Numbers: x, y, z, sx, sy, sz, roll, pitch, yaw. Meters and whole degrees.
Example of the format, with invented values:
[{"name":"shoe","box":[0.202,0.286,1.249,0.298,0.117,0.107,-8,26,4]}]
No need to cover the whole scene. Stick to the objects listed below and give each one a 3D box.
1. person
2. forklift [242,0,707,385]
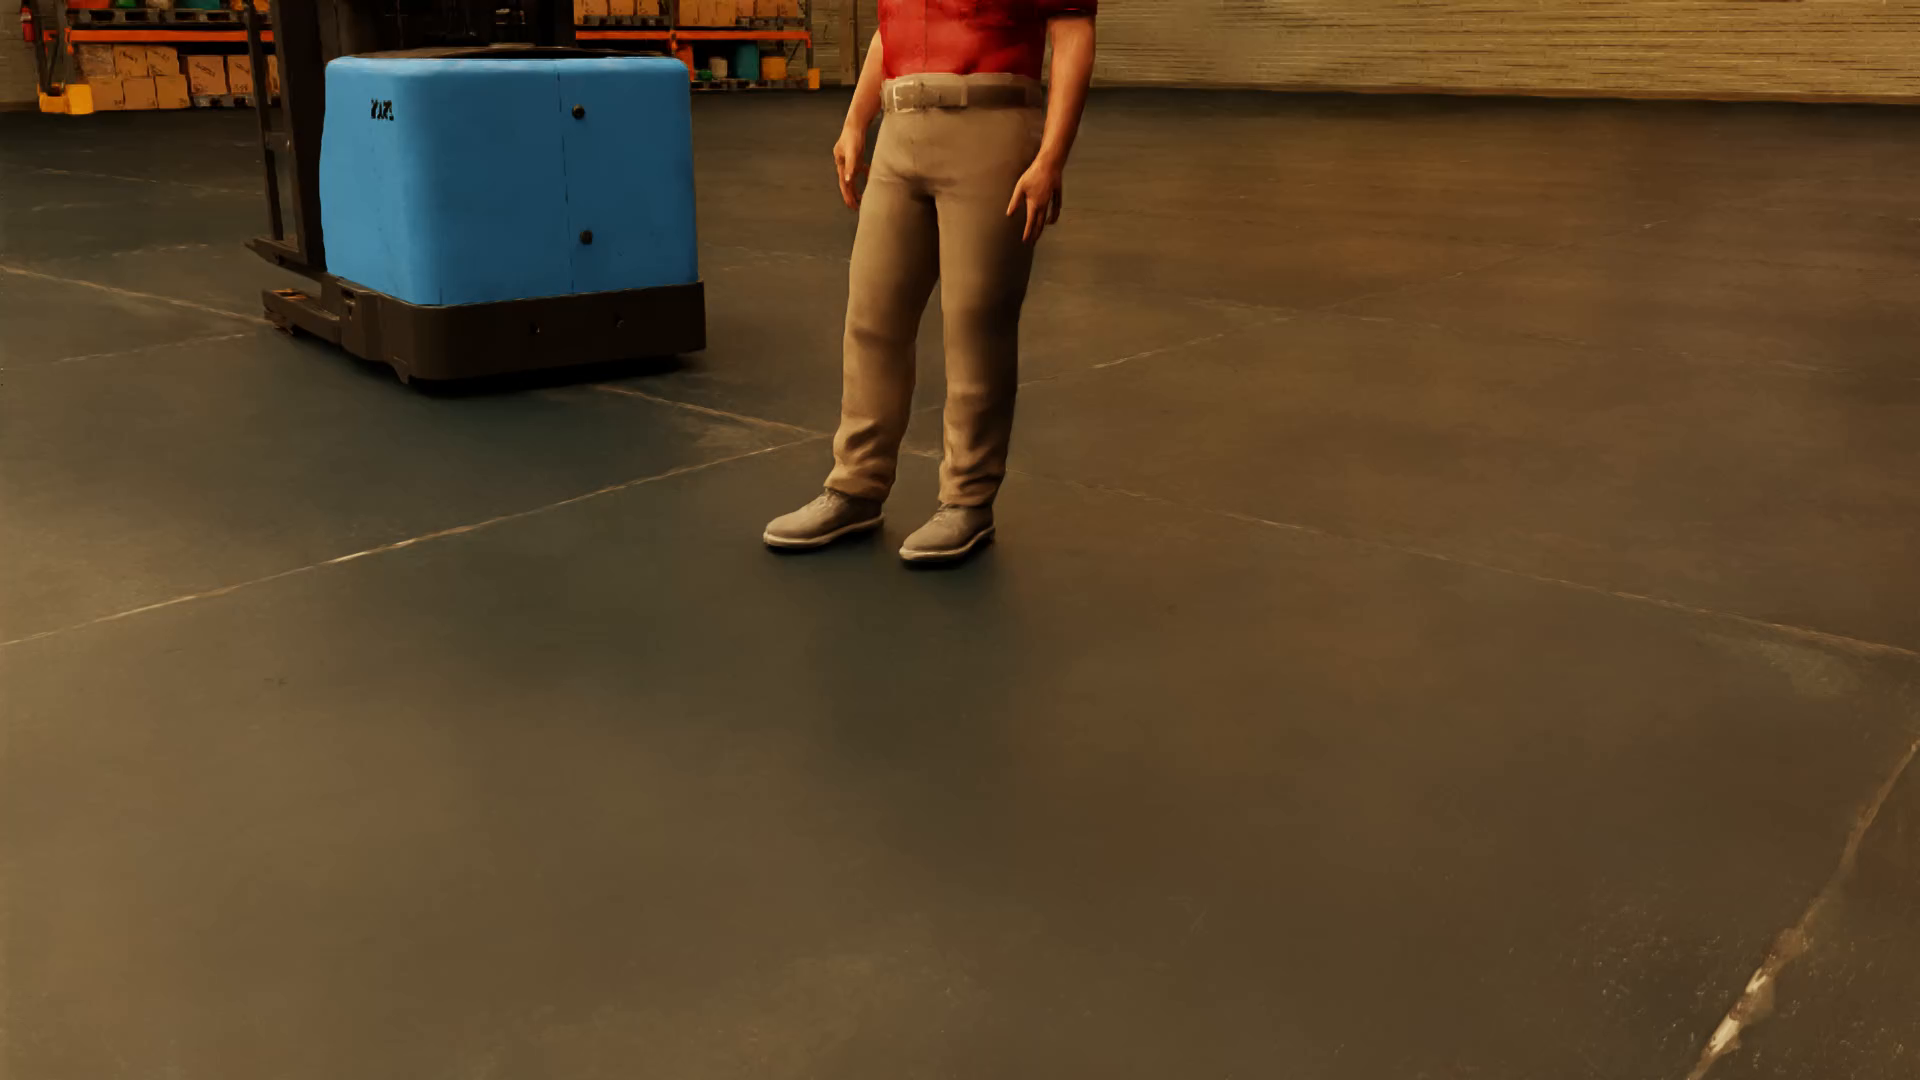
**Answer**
[{"name":"person","box":[-0.066,-0.816,3.630,0.640,1.726,0.550,13,21,37]},{"name":"forklift","box":[-2.183,-2.287,6.429,1.130,2.935,3.031,-12,21,-34]}]
